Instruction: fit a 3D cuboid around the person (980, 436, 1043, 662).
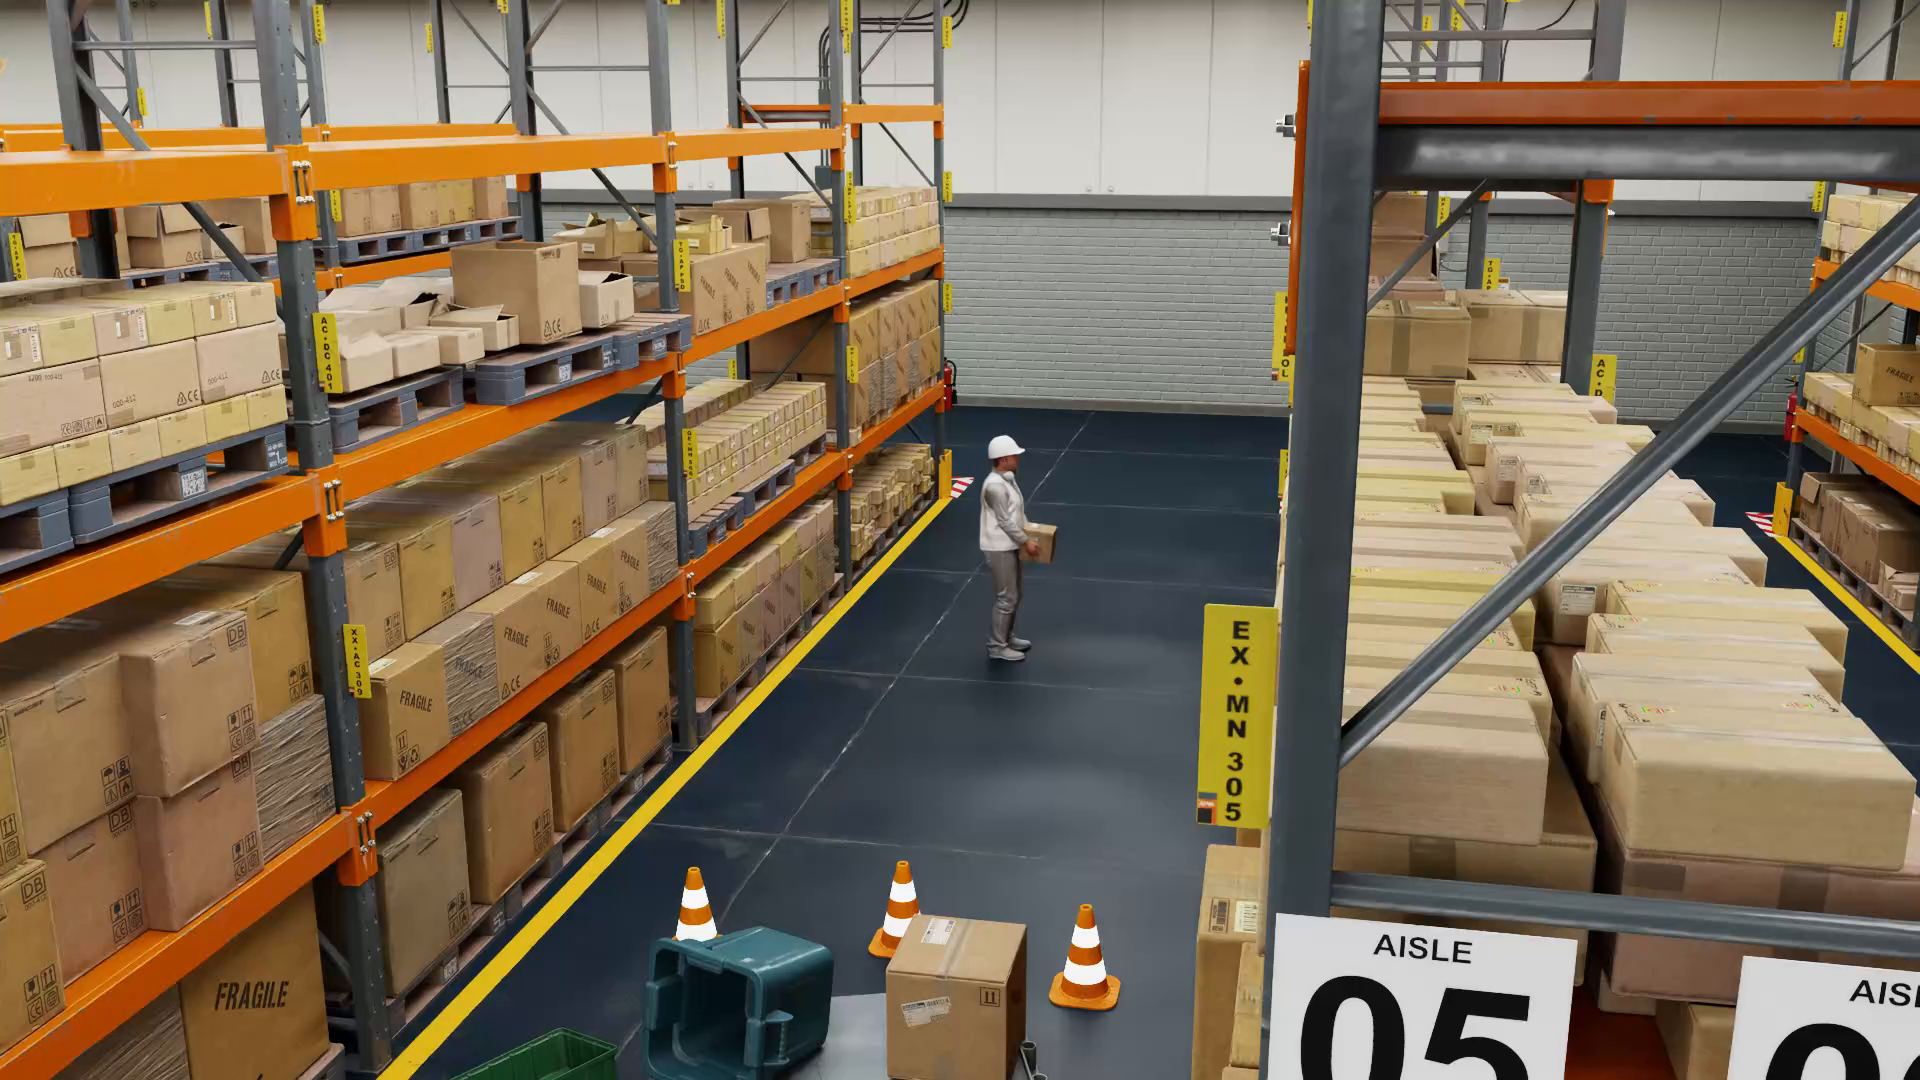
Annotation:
[{"bbox_3d":[0.420,0.053,13.242,0.522,1.778,0.525,3,15,11],"label":"person"}]
